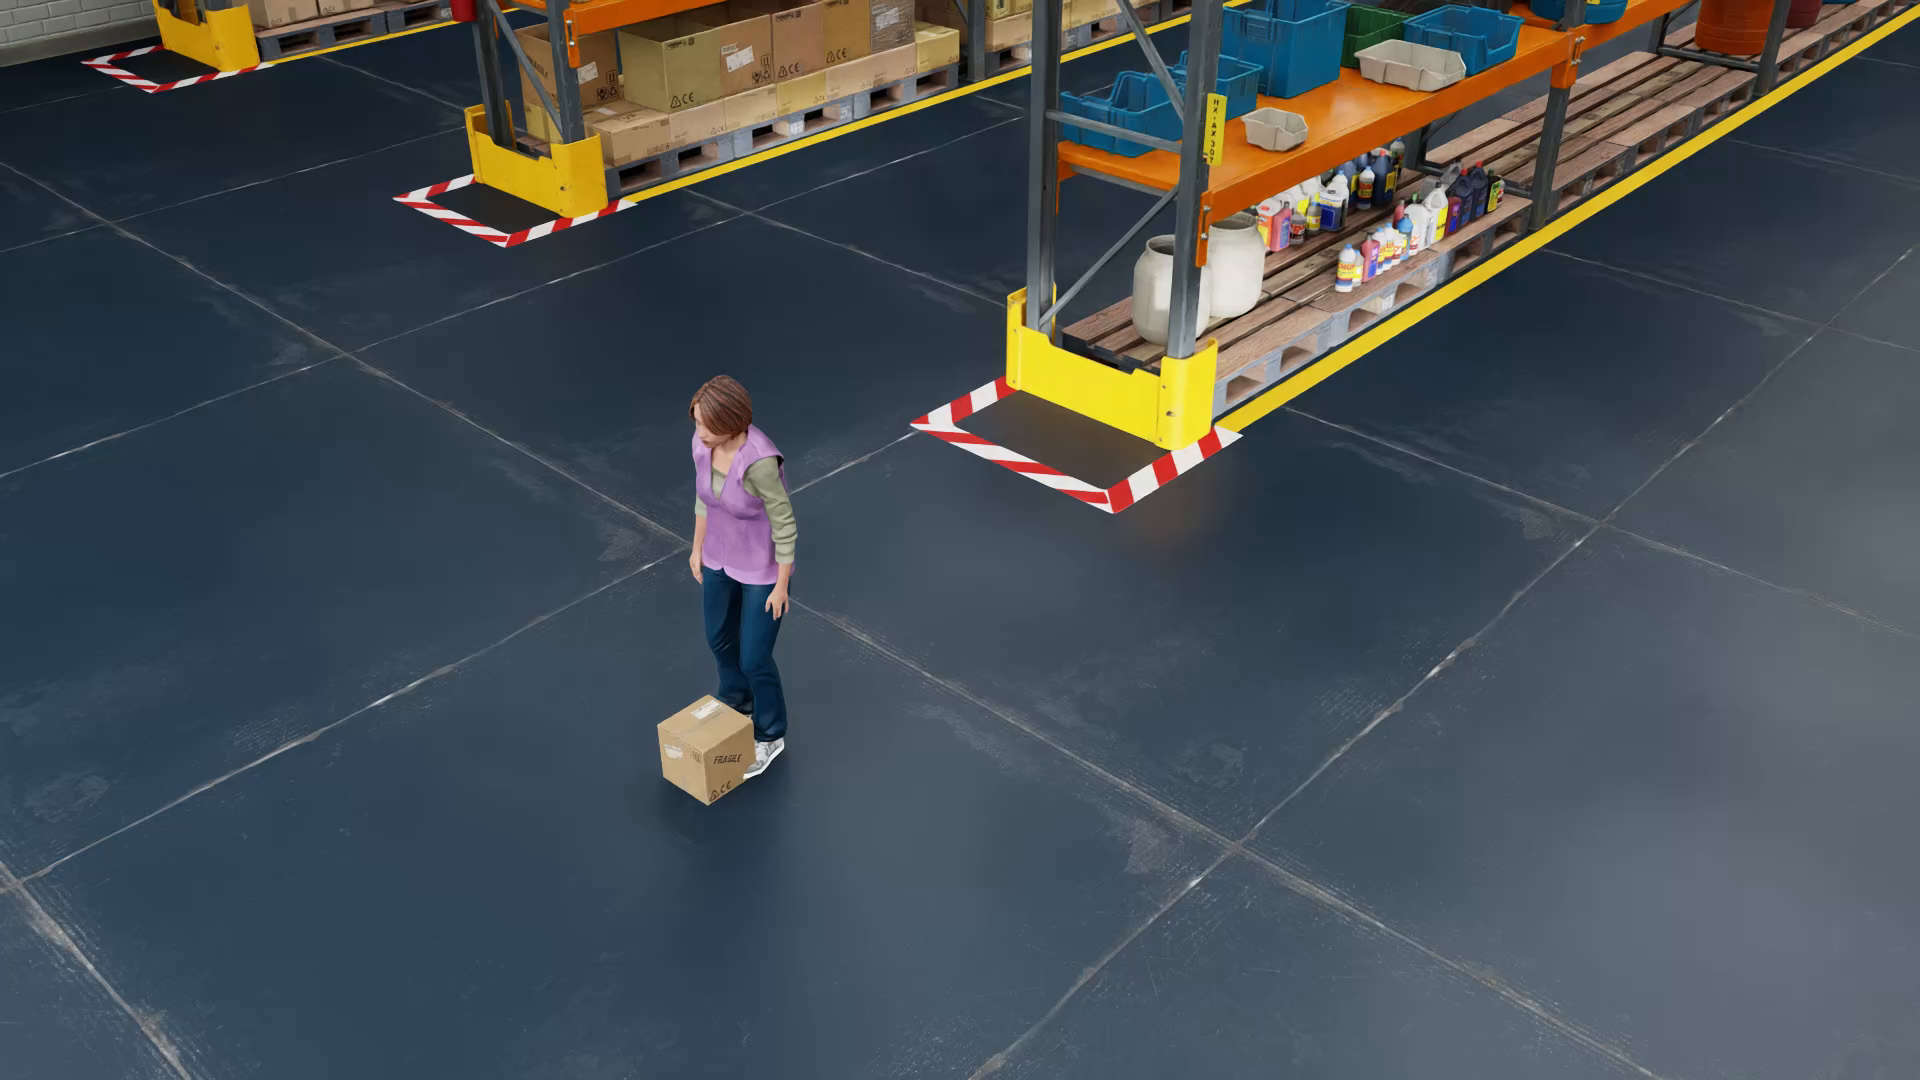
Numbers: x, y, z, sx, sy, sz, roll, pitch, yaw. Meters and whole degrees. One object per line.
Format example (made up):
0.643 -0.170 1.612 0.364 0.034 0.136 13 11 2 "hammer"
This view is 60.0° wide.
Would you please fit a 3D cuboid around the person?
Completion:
-0.790 0.117 5.958 0.482 1.591 0.378 23 38 32 "person"
